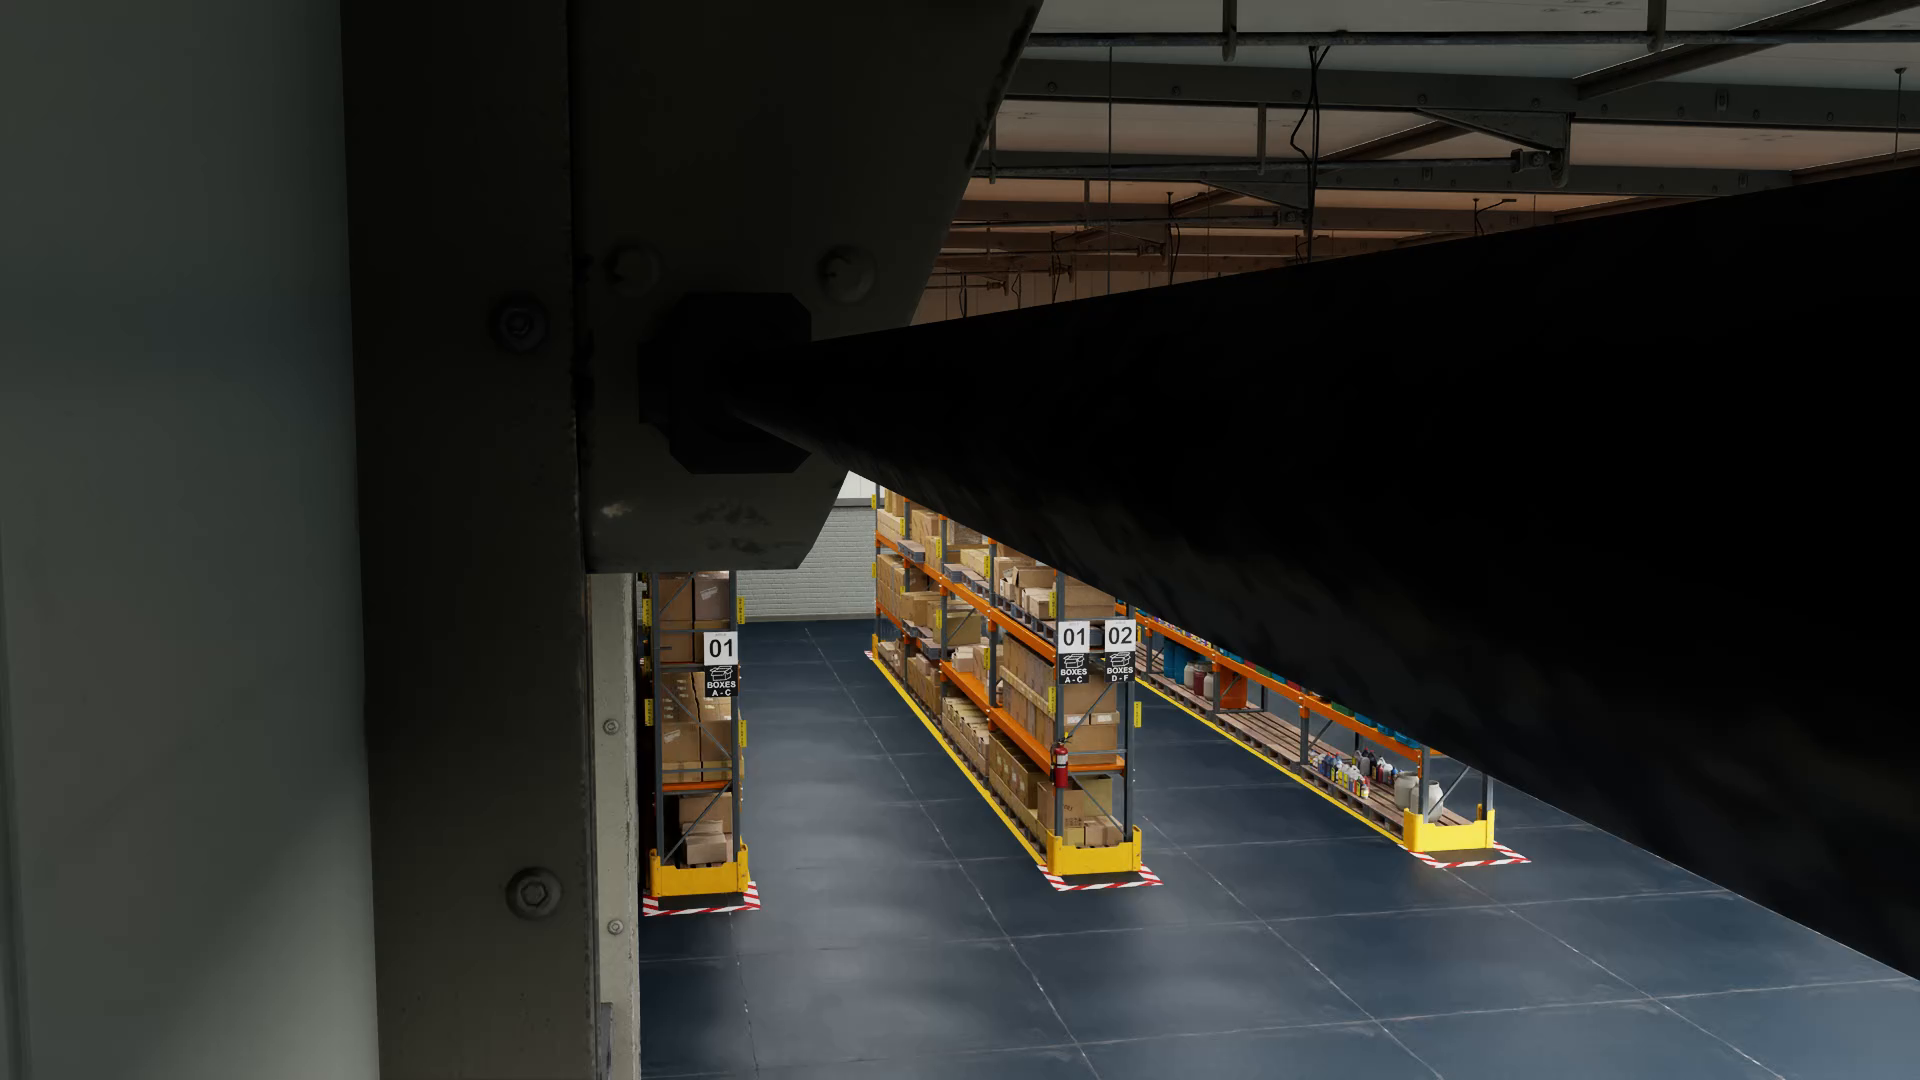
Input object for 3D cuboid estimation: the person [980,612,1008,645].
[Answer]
[{"bbox_3d":[0.714,1.803,35.906,0.716,1.829,0.775,-2,6,-22],"label":"person"}]
